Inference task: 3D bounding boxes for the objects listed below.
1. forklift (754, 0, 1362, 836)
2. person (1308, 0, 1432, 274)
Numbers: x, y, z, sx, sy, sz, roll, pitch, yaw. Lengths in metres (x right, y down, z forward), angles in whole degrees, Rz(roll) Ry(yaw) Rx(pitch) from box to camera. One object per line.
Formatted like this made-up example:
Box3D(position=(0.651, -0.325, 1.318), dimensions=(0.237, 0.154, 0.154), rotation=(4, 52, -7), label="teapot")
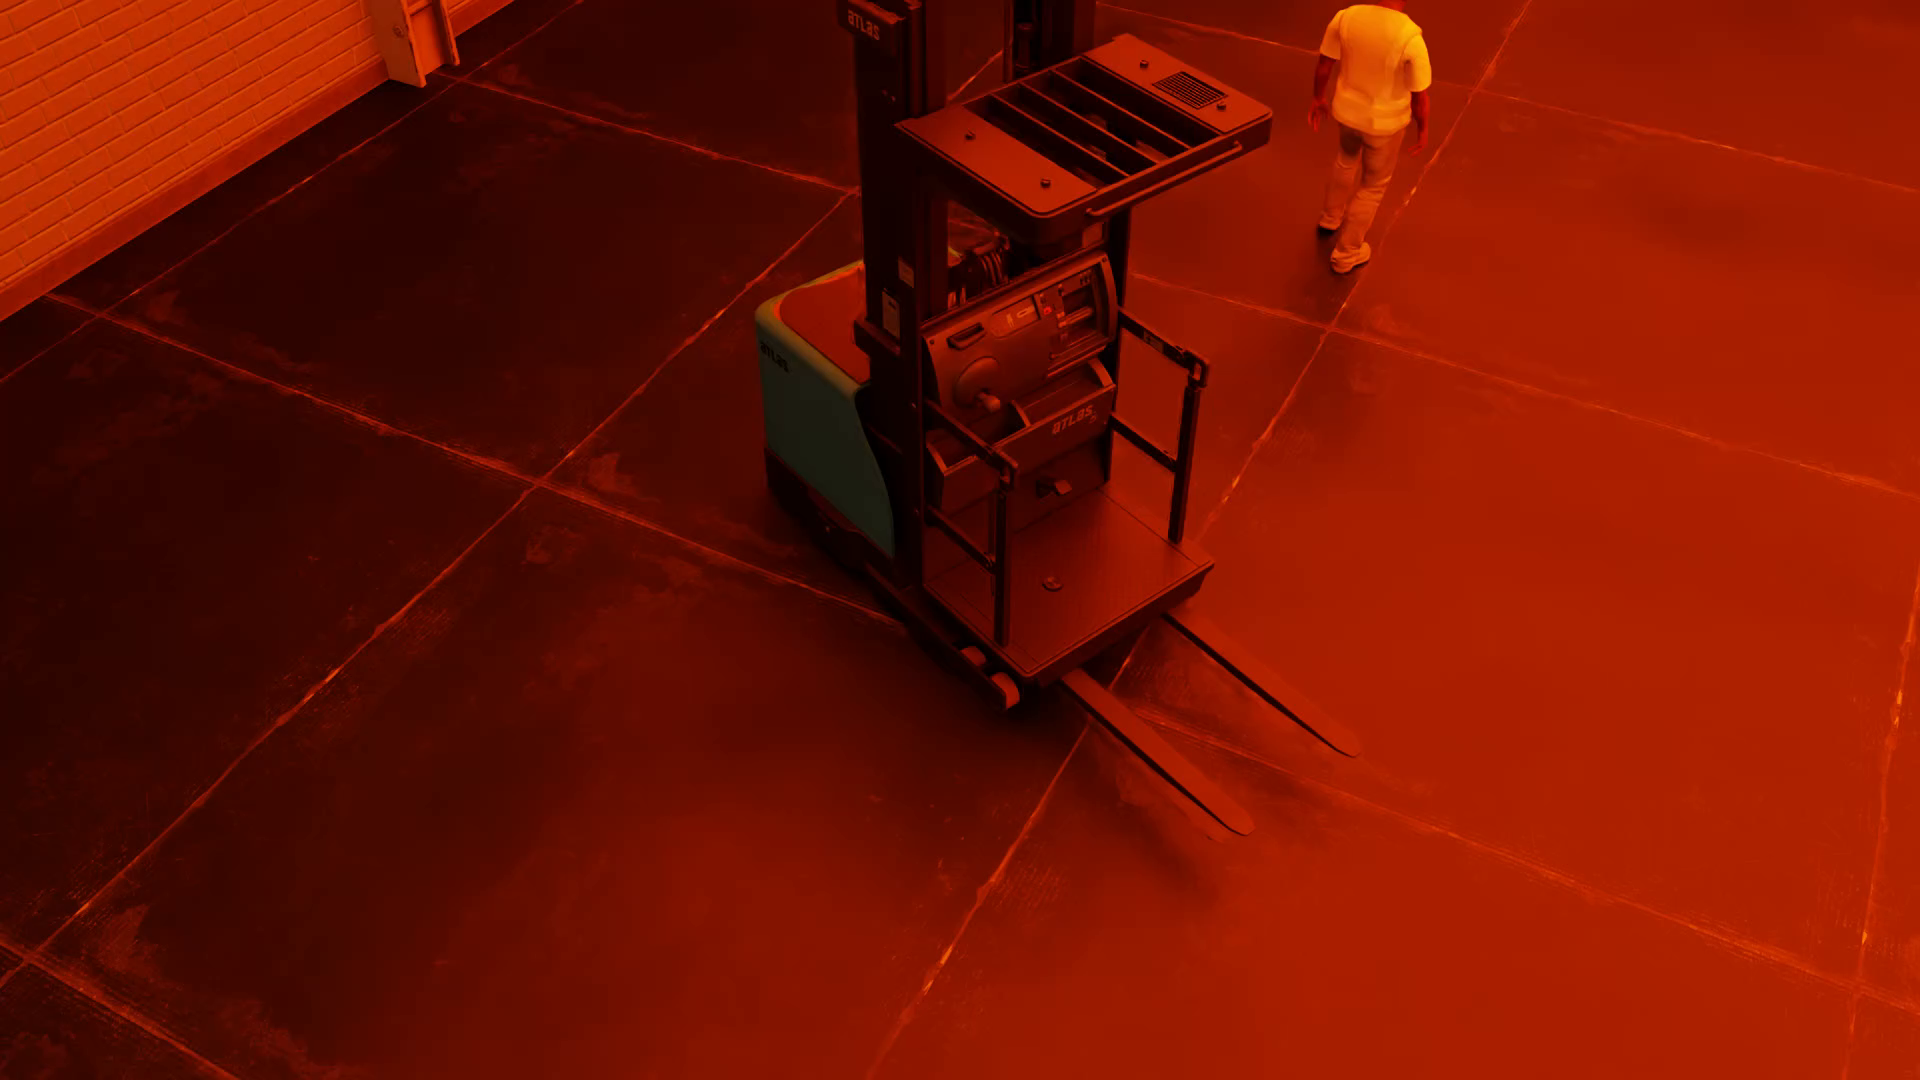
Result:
Box3D(position=(0.387, -0.737, 6.436), dimensions=(1.130, 2.935, 3.031), rotation=(-29, 50, -27), label="forklift")
Box3D(position=(2.243, -2.295, 8.998), dimensions=(0.667, 1.802, 0.565), rotation=(34, 53, 31), label="person")
